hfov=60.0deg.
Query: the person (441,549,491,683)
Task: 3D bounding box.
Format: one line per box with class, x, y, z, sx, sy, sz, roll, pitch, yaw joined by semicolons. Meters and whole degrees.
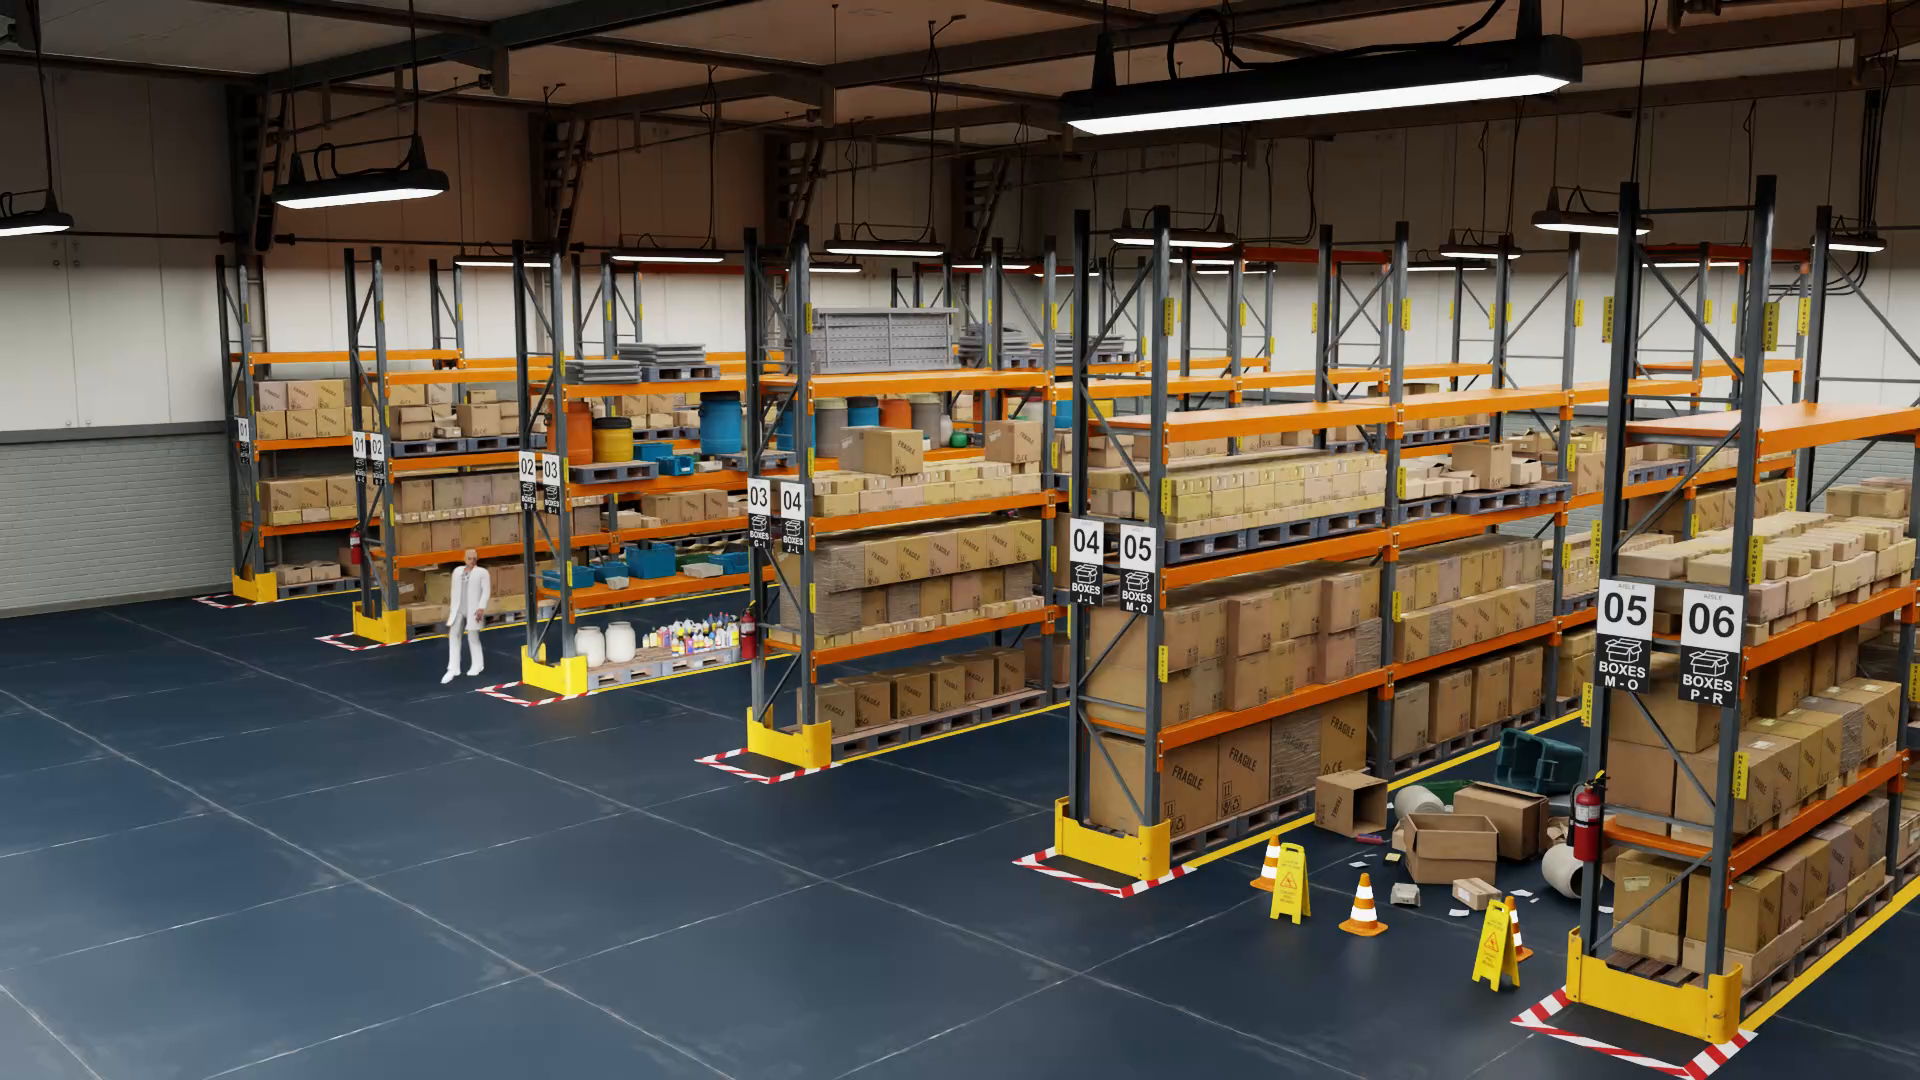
person;-6.858;1.042;23.066;0.612;1.793;0.772;1;8;4
